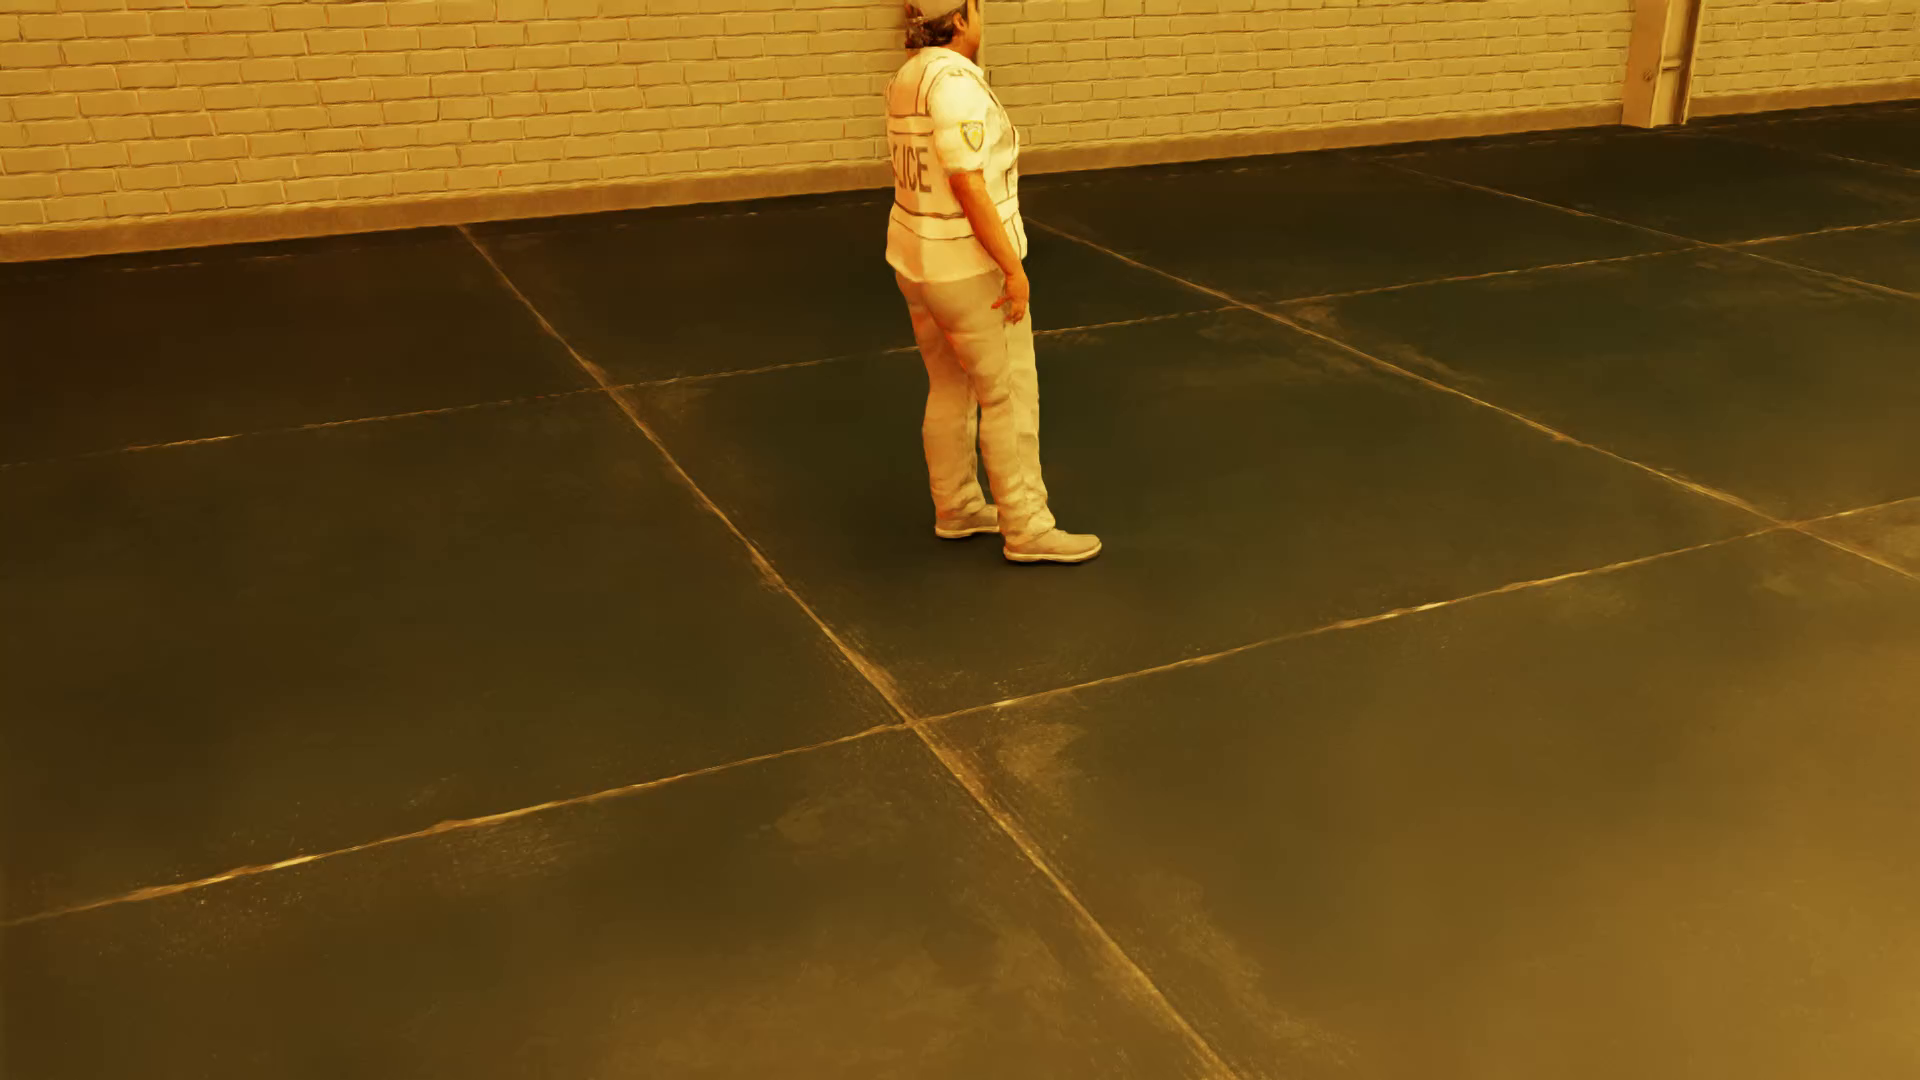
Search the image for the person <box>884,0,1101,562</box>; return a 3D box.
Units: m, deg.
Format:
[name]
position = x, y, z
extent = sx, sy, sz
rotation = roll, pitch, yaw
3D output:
[person]
position = 0.080, -0.781, 4.796
extent = 0.527, 1.669, 0.598
rotation = -10, 25, -23
